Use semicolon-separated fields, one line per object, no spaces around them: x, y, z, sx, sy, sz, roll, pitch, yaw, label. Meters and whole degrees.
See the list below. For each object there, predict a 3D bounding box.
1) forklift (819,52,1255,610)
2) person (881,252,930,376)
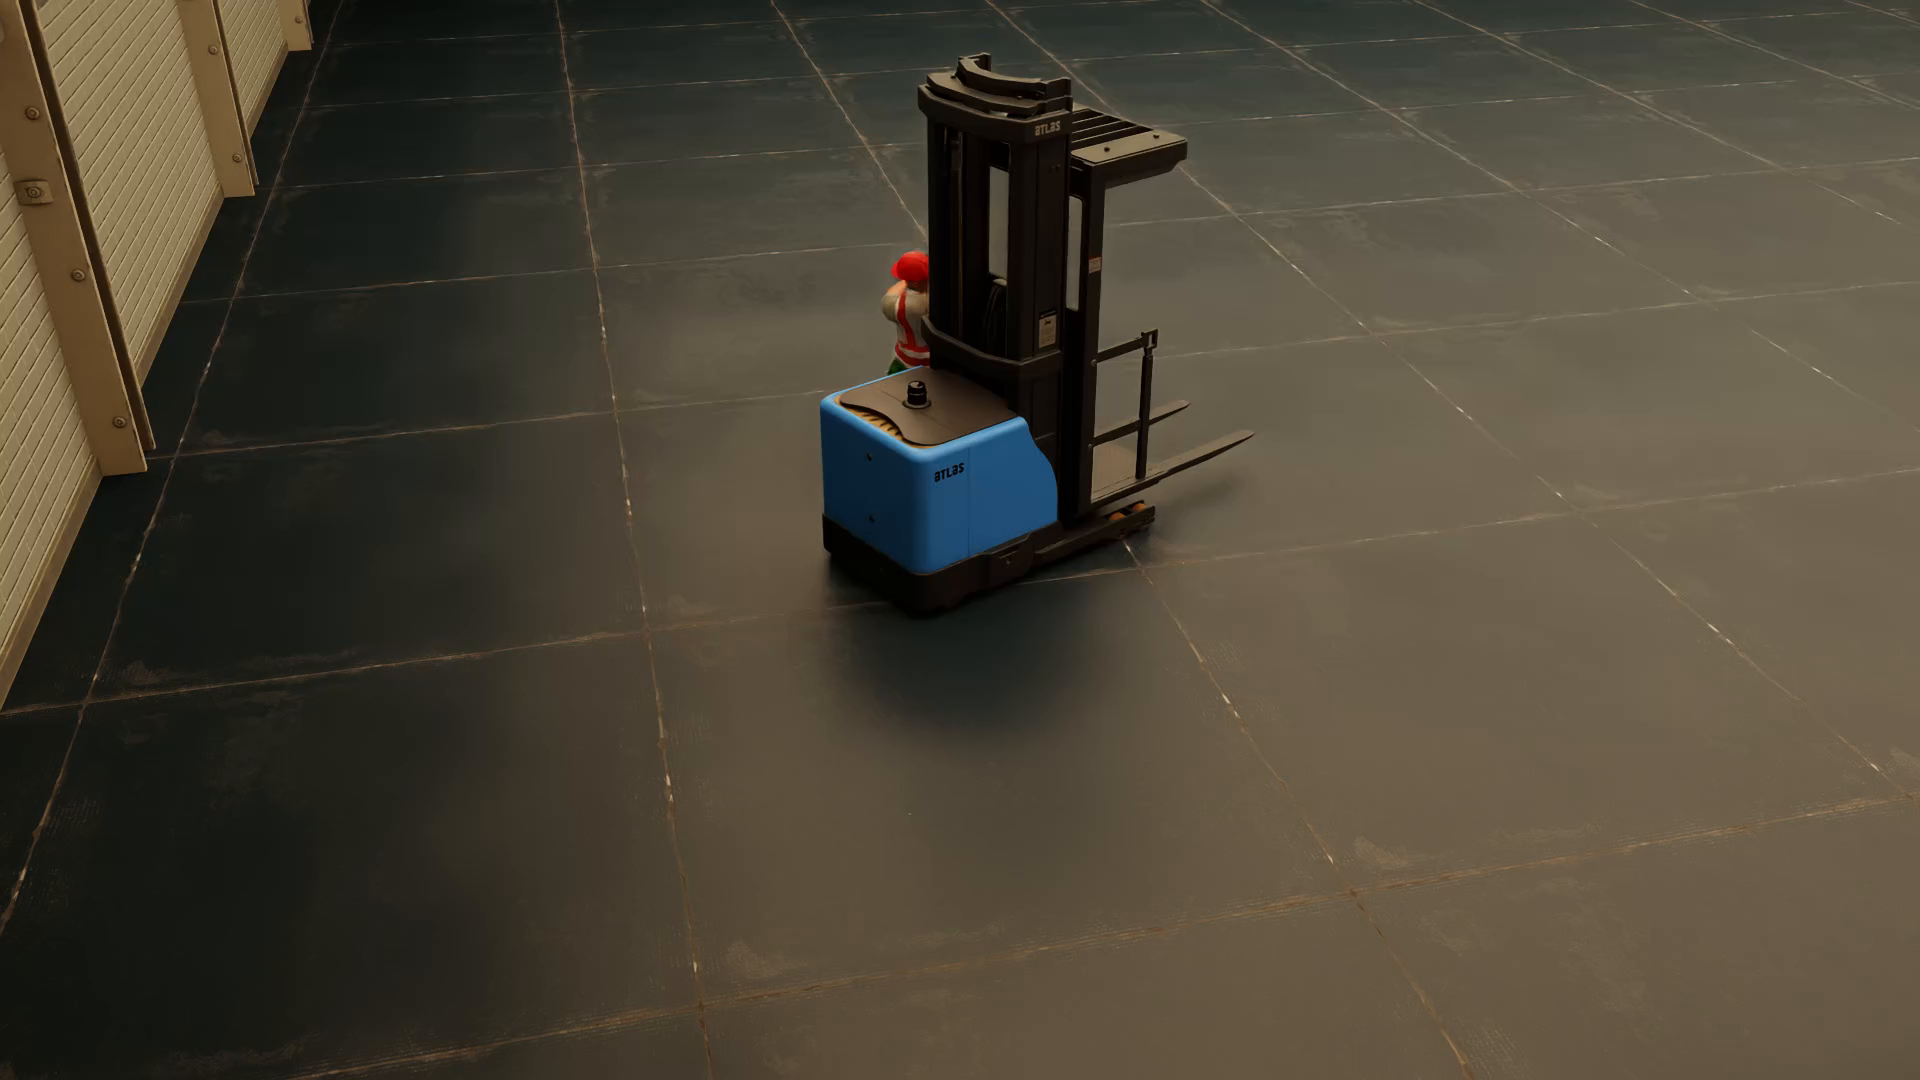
0.619;-1.457;10.091;3.031;2.935;1.130;-22;37;-33;forklift
-0.151;-1.232;10.998;0.863;1.602;0.855;-15;33;-24;person
